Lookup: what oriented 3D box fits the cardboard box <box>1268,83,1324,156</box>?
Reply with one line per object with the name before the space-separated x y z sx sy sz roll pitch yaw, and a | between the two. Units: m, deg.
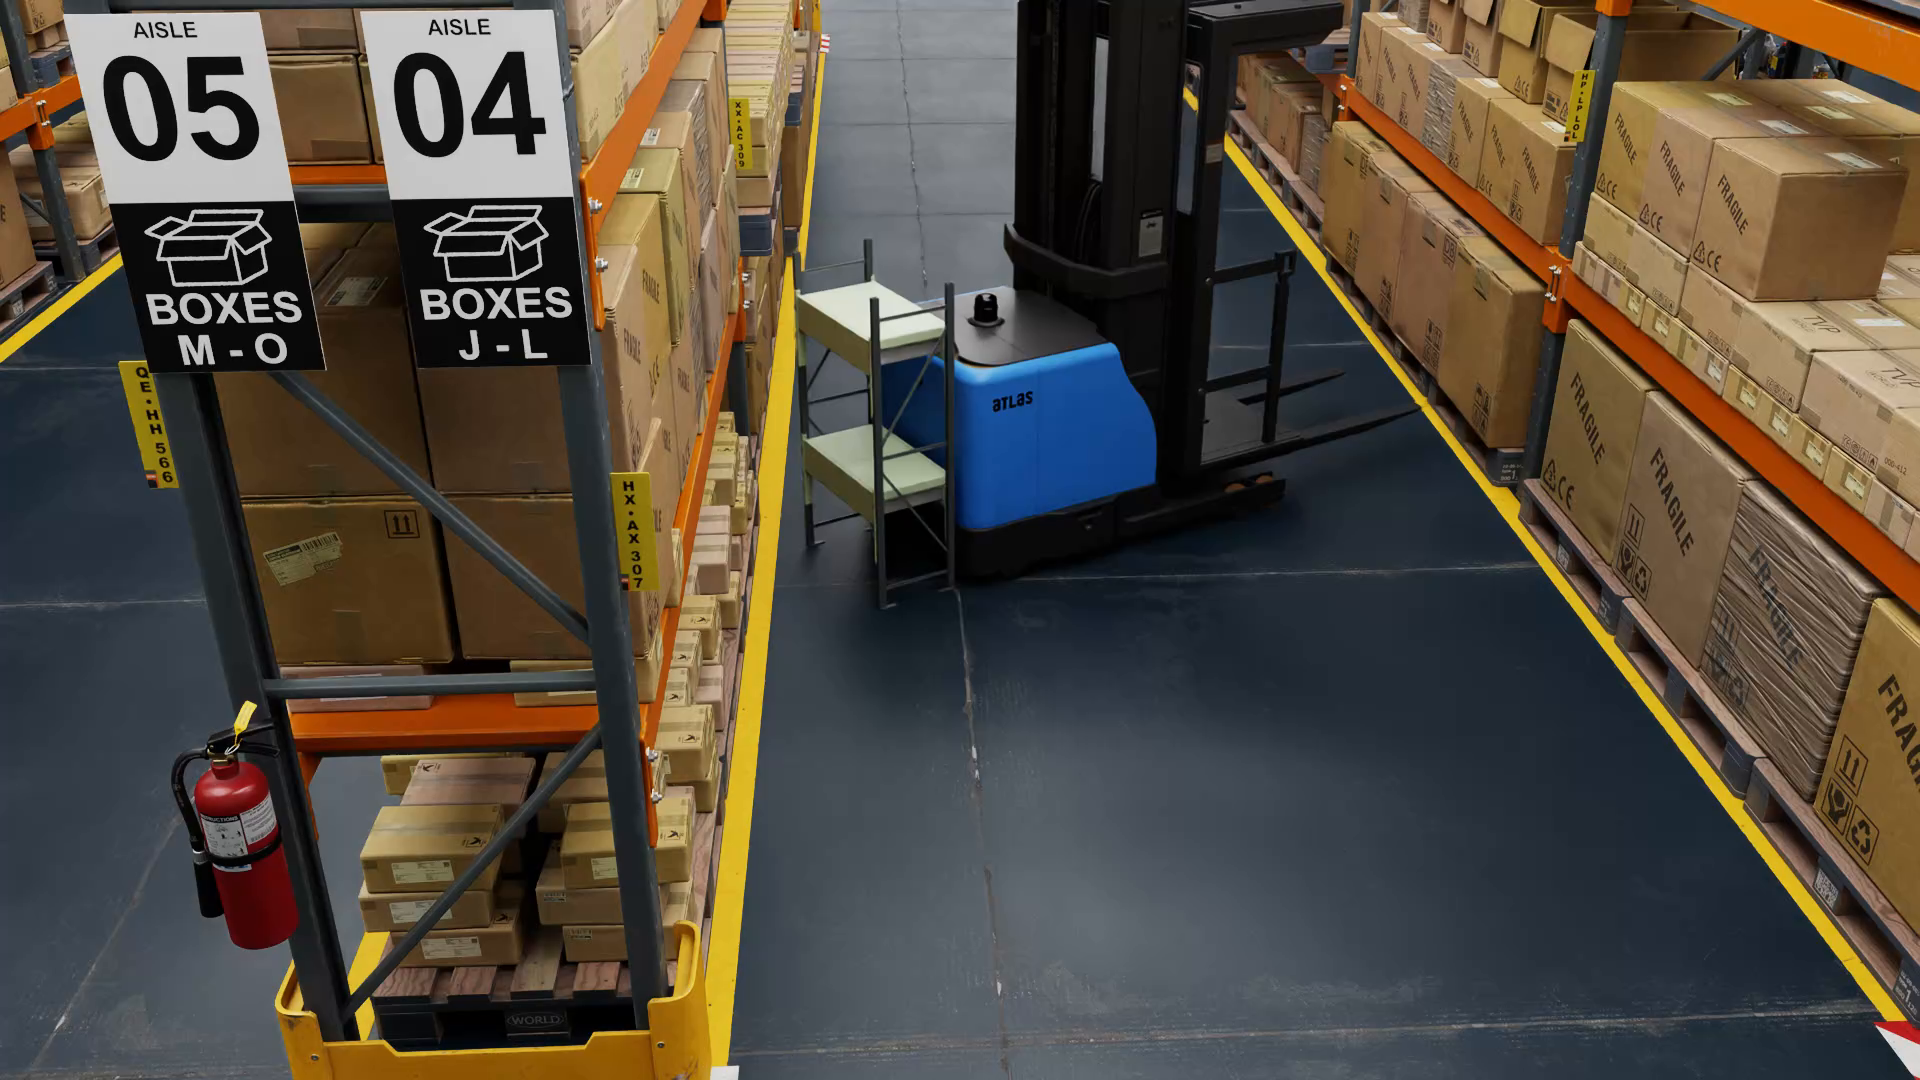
cardboard box | 3.033 -3.559 14.058 0.700 0.500 0.500 -4 28 -7

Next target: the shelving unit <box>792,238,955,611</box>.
shelving unit | -0.391 -0.536 7.655 0.431 1.500 0.755 -16 31 -27

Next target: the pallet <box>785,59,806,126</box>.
pallet | -1.620 -2.904 10.781 1.213 0.211 1.003 -1 28 -3

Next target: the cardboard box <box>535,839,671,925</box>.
cardboard box | -1.117 1.077 5.248 0.380 0.149 0.250 0 28 0

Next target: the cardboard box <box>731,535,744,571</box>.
cardboard box | -1.185 0.025 7.587 0.380 0.149 0.250 -2 28 -4

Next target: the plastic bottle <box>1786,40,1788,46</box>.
plastic bottle | 8.295 -4.846 16.686 0.144 0.351 0.185 -3 28 -5

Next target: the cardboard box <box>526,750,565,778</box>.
cardboard box | -1.598 0.722 5.929 0.380 0.149 0.250 -2 28 -3

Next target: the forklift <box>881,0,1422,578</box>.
forklift | 1.081 -1.612 8.172 3.031 2.935 1.130 -15 31 -27

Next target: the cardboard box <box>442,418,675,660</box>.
cardboard box | -1.093 -0.011 4.597 0.500 0.500 0.500 0 28 0

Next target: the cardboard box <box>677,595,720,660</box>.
cardboard box | -1.122 0.336 6.348 0.380 0.149 0.250 -1 28 -2

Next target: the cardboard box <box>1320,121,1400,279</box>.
cardboard box | 3.210 -2.313 11.285 1.225 0.875 0.875 -3 28 -5

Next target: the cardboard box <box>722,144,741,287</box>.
cardboard box | -1.247 -1.428 7.314 0.500 0.500 0.500 -1 28 -3

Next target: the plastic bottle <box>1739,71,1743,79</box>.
plastic bottle | 7.602 -4.469 16.126 0.097 0.201 0.097 0 28 0

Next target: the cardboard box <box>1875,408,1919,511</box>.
cardboard box | 3.297 -0.211 5.251 0.500 0.250 0.500 -2 28 -4

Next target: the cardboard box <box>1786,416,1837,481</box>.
cardboard box | 3.197 -0.330 5.911 0.380 0.149 0.250 -1 28 -2

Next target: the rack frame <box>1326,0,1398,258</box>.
rack frame | 3.195 -3.388 11.503 1.000 3.000 0.127 -1 28 -3

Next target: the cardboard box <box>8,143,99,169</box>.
cardboard box | -6.767 -2.772 12.708 0.950 0.372 0.625 -2 28 -4

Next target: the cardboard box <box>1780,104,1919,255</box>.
cardboard box | 3.717 -1.502 6.915 0.500 0.500 0.500 -1 28 -2

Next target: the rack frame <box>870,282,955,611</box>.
rack frame | -0.202 -0.391 7.378 0.400 1.500 0.023 -16 31 -27

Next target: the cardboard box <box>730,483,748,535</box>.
cardboard box | -1.162 -0.136 7.575 0.380 0.149 0.250 -2 28 -4

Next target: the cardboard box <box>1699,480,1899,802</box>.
cardboard box | 3.452 0.348 6.182 0.875 0.875 0.875 -1 28 -3

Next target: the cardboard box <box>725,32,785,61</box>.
cardboard box | -1.215 -2.841 9.628 0.380 0.149 0.250 0 28 0

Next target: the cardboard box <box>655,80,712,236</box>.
cardboard box | -1.215 -1.402 6.183 0.500 0.500 0.500 -1 28 -1

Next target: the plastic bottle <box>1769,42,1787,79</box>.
plastic bottle | 8.161 -4.755 16.512 0.144 0.351 0.185 -1 28 -3

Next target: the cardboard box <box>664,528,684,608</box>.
cardboard box | -1.050 0.091 5.103 0.380 0.149 0.250 -2 28 -4

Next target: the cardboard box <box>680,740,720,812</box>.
cardboard box | -1.072 0.853 5.999 0.380 0.149 0.250 -1 28 -2

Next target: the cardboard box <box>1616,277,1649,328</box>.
cardboard box | 3.115 -1.042 7.276 0.380 0.149 0.250 -1 28 -1

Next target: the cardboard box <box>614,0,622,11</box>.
cardboard box | -1.137 -1.556 4.367 0.500 0.250 0.500 -2 28 -3

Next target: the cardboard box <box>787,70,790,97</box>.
cardboard box | -1.244 -2.825 10.240 0.380 0.149 0.250 -2 28 -3

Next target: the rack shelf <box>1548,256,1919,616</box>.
rack shelf | 3.508 -0.298 6.356 1.077 0.370 4.000 -1 28 -3

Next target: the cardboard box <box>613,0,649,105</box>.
cardboard box | -1.137 -1.341 4.496 0.500 0.250 0.500 -1 28 -1

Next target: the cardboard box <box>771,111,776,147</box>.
cardboard box | -1.145 -2.106 8.541 0.380 0.149 0.250 -1 28 -1

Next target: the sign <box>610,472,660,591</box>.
sign | -0.804 -0.018 4.104 0.100 0.325 0.005 -1 28 -3

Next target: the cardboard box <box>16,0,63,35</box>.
cardboard box | -6.494 -3.725 11.264 0.500 0.500 0.500 -2 28 -4

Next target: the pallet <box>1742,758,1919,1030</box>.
pallet | 3.493 1.175 5.768 1.003 0.211 1.213 -1 28 -3

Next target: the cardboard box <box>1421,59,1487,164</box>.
cardboard box | 3.032 -2.496 9.684 0.500 0.500 0.500 -1 28 -2

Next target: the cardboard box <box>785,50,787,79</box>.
cardboard box | -1.228 -2.829 9.927 0.380 0.149 0.250 -2 28 -3

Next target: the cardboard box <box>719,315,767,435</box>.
cardboard box | -1.328 -0.893 8.968 0.500 0.500 0.500 0 28 -1

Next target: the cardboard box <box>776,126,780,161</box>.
cardboard box | -1.157 -2.095 8.841 0.380 0.149 0.250 -1 28 -2

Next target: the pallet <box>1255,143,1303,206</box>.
pallet | 3.095 -3.075 13.917 1.003 0.211 1.213 -1 28 -3

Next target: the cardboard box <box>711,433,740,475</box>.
cardboard box | -1.223 -0.379 7.718 0.380 0.149 0.250 -1 28 -2

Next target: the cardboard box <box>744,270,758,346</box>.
cardboard box | -1.329 -1.226 8.795 0.500 0.250 0.500 -3 28 -5

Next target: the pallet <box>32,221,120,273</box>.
pallet | -6.741 -2.274 12.381 1.003 0.211 1.213 -1 28 -3

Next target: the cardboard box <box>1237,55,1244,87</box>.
cardboard box | 2.968 -4.763 16.388 0.500 0.500 0.500 7 28 14

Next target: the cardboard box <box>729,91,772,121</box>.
cardboard box | -1.136 -2.128 8.261 0.380 0.149 0.250 -1 28 -1

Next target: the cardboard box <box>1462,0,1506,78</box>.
cardboard box | 3.290 -2.929 9.429 0.797 0.503 0.637 -1 28 -1

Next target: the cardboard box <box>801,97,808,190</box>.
cardboard box | -1.754 -3.191 13.103 1.050 0.750 0.750 -1 28 -2

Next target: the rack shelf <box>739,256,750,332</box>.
rack shelf | -1.659 -2.073 9.758 1.077 0.370 4.000 -1 28 -3
